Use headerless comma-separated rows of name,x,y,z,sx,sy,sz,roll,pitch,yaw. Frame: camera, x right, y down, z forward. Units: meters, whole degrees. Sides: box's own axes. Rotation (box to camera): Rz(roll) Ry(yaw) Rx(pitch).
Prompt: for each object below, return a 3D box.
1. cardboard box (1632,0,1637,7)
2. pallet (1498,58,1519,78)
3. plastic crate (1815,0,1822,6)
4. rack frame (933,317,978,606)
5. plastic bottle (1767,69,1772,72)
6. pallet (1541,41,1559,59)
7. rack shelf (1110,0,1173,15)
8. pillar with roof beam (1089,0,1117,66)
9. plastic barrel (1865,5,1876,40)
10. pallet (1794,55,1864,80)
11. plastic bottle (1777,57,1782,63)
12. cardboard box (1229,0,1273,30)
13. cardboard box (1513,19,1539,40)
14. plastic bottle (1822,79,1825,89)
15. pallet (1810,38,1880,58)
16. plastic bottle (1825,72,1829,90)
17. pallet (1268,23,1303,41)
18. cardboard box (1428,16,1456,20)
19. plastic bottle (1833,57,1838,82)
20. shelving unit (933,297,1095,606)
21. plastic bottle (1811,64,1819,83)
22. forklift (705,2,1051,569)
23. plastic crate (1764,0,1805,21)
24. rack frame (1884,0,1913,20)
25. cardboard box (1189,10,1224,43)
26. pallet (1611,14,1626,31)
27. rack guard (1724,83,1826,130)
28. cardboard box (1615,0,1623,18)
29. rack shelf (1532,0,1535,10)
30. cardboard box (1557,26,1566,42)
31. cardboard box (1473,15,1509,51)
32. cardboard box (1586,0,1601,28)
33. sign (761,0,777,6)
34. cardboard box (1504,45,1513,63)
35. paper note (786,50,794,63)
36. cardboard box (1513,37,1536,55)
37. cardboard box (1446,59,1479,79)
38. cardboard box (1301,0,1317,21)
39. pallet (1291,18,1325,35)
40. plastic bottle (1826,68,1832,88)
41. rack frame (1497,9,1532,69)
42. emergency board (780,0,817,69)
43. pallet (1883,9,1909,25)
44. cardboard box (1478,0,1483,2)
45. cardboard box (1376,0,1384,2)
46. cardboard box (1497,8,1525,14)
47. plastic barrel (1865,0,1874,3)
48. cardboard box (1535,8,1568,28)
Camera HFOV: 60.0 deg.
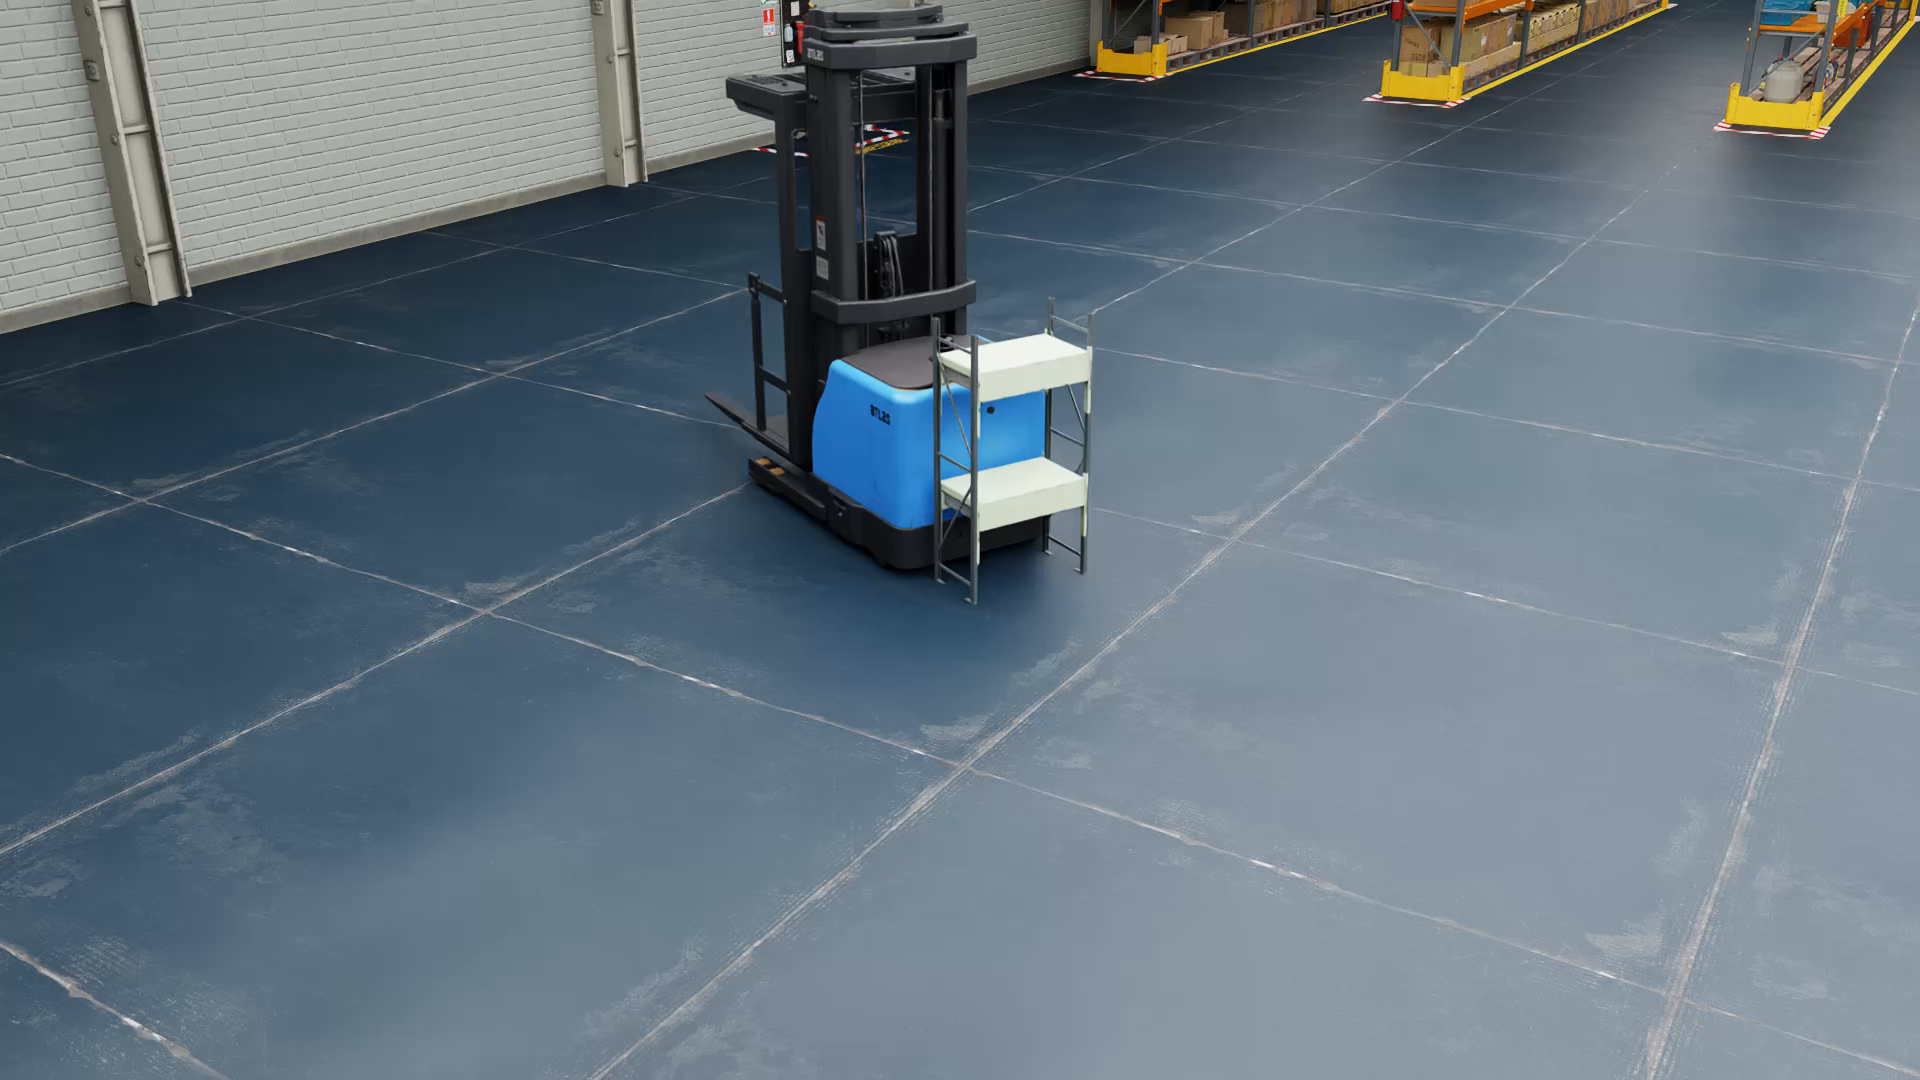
cardboard box,14.210,-11.473,35.490,0.380,0.166,0.250,14,27,29
pallet,8.682,-7.942,27.830,1.003,0.211,1.213,14,27,29
plastic crate,12.959,-8.263,25.141,0.767,0.338,0.504,14,27,29
rack frame,-0.025,-0.402,8.792,0.023,1.500,0.400,-14,27,-30
plastic bottle,11.985,-6.835,24.637,0.152,0.276,0.135,14,27,29
pallet,10.135,-8.872,29.978,1.003,0.211,1.213,14,27,29
rack shelf,3.871,-9.513,28.854,1.077,0.370,4.000,14,27,29
pillar with roof beam,6.108,-11.436,24.841,9.100,9.000,0.400,14,27,29
plastic barrel,16.292,-9.428,30.259,0.600,0.588,0.708,14,27,29
pallet,14.367,-7.849,27.615,1.003,0.211,1.213,14,27,29
plastic bottle,12.465,-7.179,25.338,0.144,0.351,0.185,13,26,27
cardboard box,5.530,-10.010,31.689,0.700,0.500,0.500,13,27,28
cardboard box,9.566,-8.757,28.429,0.500,0.311,0.500,14,27,29
plastic bottle,12.454,-6.588,24.074,0.097,0.271,0.097,0,23,0
pallet,15.833,-8.787,29.782,1.003,0.211,1.213,14,27,29
plastic bottle,12.688,-6.738,24.419,0.097,0.271,0.097,0,23,0
pallet,5.978,-9.915,32.387,1.003,0.211,1.213,14,27,29
cardboard box,7.837,-8.159,26.809,0.500,0.500,0.500,14,27,29
plastic bottle,13.248,-7.150,25.272,0.144,0.351,0.185,13,27,28
shelving unit,0.282,-0.481,8.974,0.755,1.500,0.431,-14,27,-30
plastic bottle,13.008,-7.074,25.189,0.152,0.276,0.135,14,27,29
forklift,-0.684,-1.720,10.034,1.130,2.935,3.031,-14,27,-29
plastic crate,11.590,-7.473,23.424,0.499,0.251,0.408,14,27,29
rack frame,19.673,-12.492,34.830,1.000,3.000,0.127,14,27,29
cardboard box,4.413,-9.214,29.851,0.500,0.500,0.500,12,26,25
pallet,12.960,-10.619,34.014,1.003,0.211,1.213,14,27,29
rack guard,11.233,-5.980,22.935,1.175,0.500,0.348,14,27,29
cardboard box,13.072,-10.844,33.617,0.500,0.500,0.500,14,27,29
rack shelf,10.192,-9.826,29.578,1.077,0.370,4.000,14,27,29
cardboard box,10.640,-9.190,30.134,0.500,0.250,0.500,15,27,30
cardboard box,8.544,-8.218,26.946,0.500,0.500,0.500,14,27,29
cardboard box,12.001,-10.158,32.031,0.500,0.500,0.500,13,27,27
sign,-2.420,-6.829,21.036,0.001,0.109,0.331,14,27,29
cardboard box,8.806,-8.043,27.486,0.500,0.250,0.500,14,27,29
paper note,-2.202,-6.285,21.601,0.016,0.148,0.142,14,27,29
cardboard box,9.560,-8.496,28.533,0.500,0.250,0.500,13,27,28
cardboard box,7.759,-7.366,25.922,0.500,0.250,0.500,14,27,29
cardboard box,6.701,-10.669,33.212,0.700,0.500,0.500,14,27,30
pallet,6.623,-10.325,33.335,1.003,0.211,1.213,14,27,29
plastic bottle,12.887,-6.888,24.761,0.152,0.276,0.135,14,27,30
rack frame,9.137,-9.481,27.876,1.000,3.000,0.127,14,27,29
emergency board,-2.050,-6.734,21.530,0.194,1.169,0.643,14,27,29
pallet,19.205,-10.942,34.760,1.003,0.211,1.213,14,27,29
cardboard box,7.824,-8.677,25.891,0.700,0.500,0.500,14,27,29
cardboard box,8.914,-12.178,36.282,0.750,0.750,0.750,14,27,30
cardboard box,9.909,-9.380,29.868,0.500,0.311,0.500,13,27,28
plastic barrel,13.804,-8.739,25.530,0.600,0.901,0.708,14,27,29
cardboard box,10.642,-9.445,30.017,0.500,0.311,0.500,14,27,29
